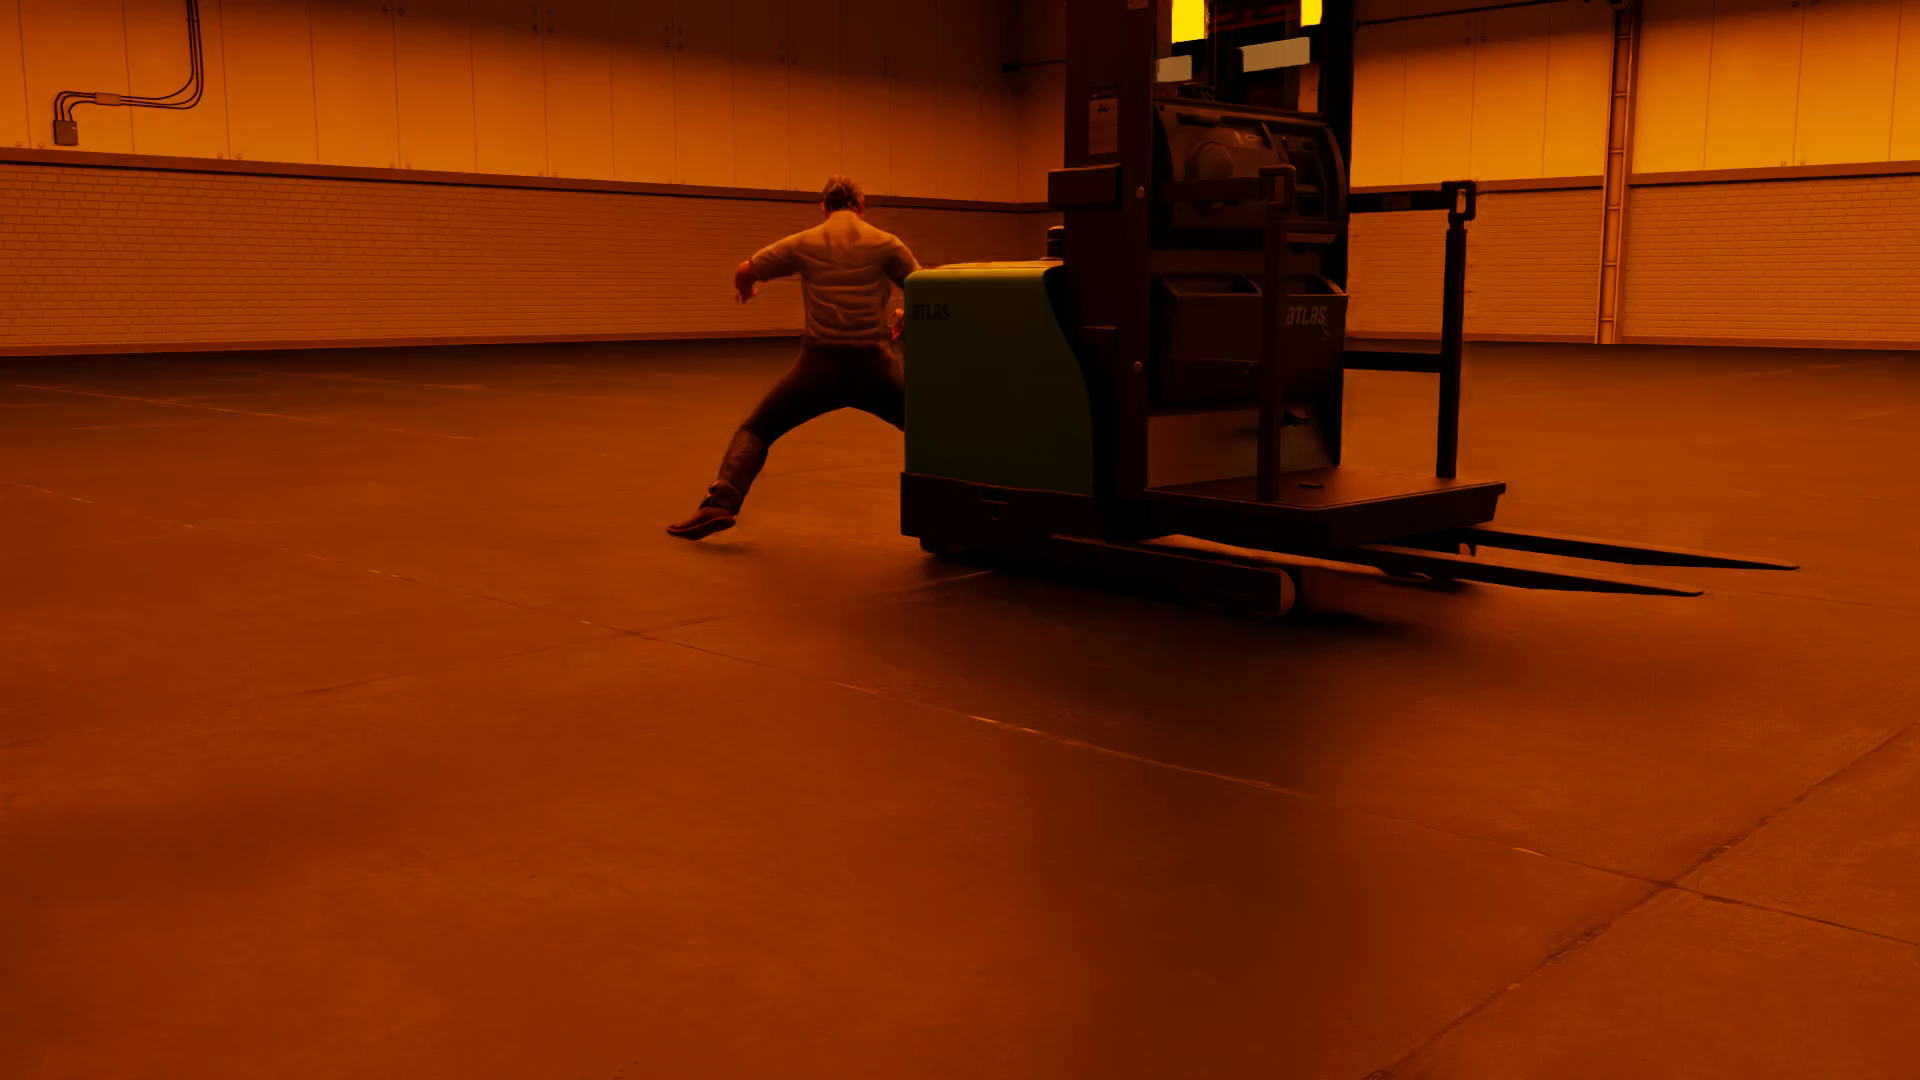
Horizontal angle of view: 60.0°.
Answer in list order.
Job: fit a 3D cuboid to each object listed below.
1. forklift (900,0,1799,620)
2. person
[{"bbox_3d":[1.130,-1.289,5.437,1.130,2.935,3.031,-8,11,-41],"label":"forklift"},{"bbox_3d":[-0.519,-0.742,6.763,1.285,1.449,0.789,0,9,-1],"label":"person"}]
